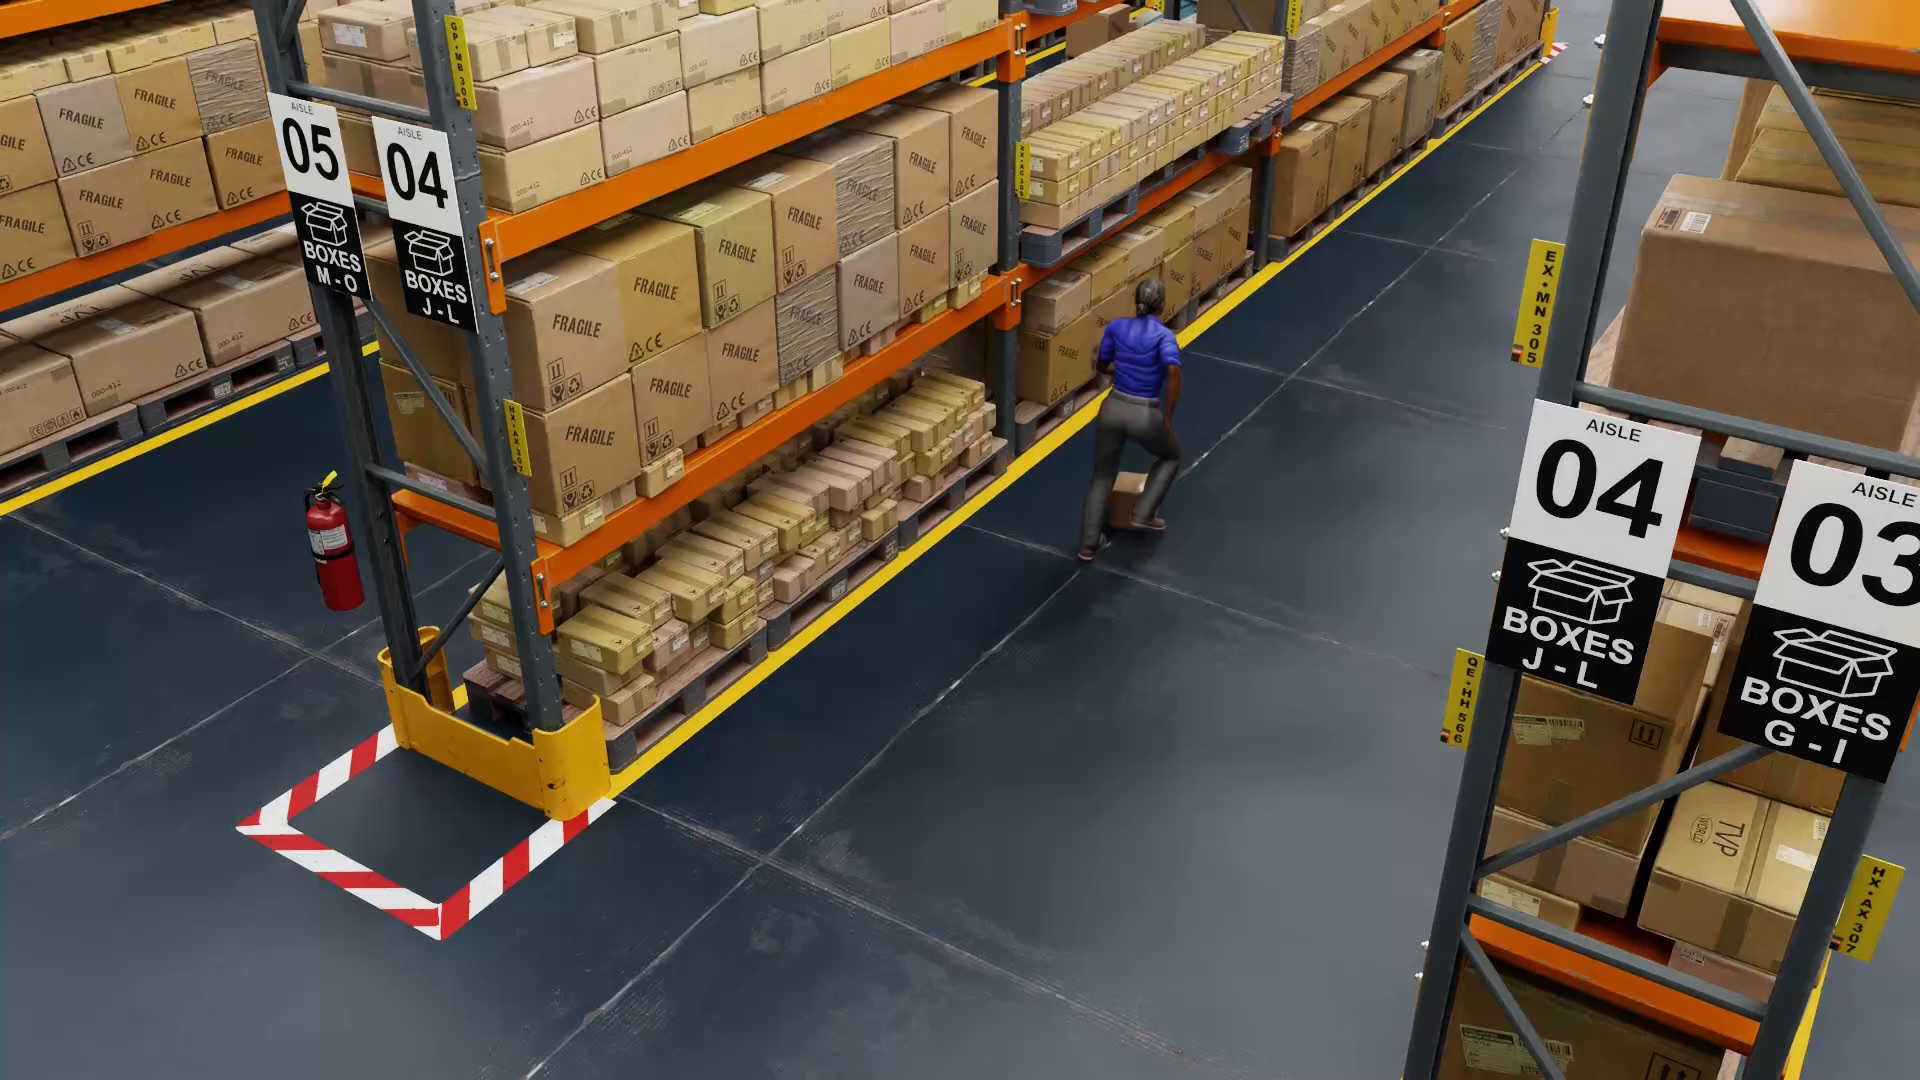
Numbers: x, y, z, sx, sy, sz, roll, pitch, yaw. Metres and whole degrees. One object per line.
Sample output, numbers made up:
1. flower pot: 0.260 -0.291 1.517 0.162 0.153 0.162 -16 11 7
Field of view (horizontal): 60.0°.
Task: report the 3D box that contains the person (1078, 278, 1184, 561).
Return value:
1. person: 1.007 -0.694 9.430 0.591 1.572 0.802 15 34 23
